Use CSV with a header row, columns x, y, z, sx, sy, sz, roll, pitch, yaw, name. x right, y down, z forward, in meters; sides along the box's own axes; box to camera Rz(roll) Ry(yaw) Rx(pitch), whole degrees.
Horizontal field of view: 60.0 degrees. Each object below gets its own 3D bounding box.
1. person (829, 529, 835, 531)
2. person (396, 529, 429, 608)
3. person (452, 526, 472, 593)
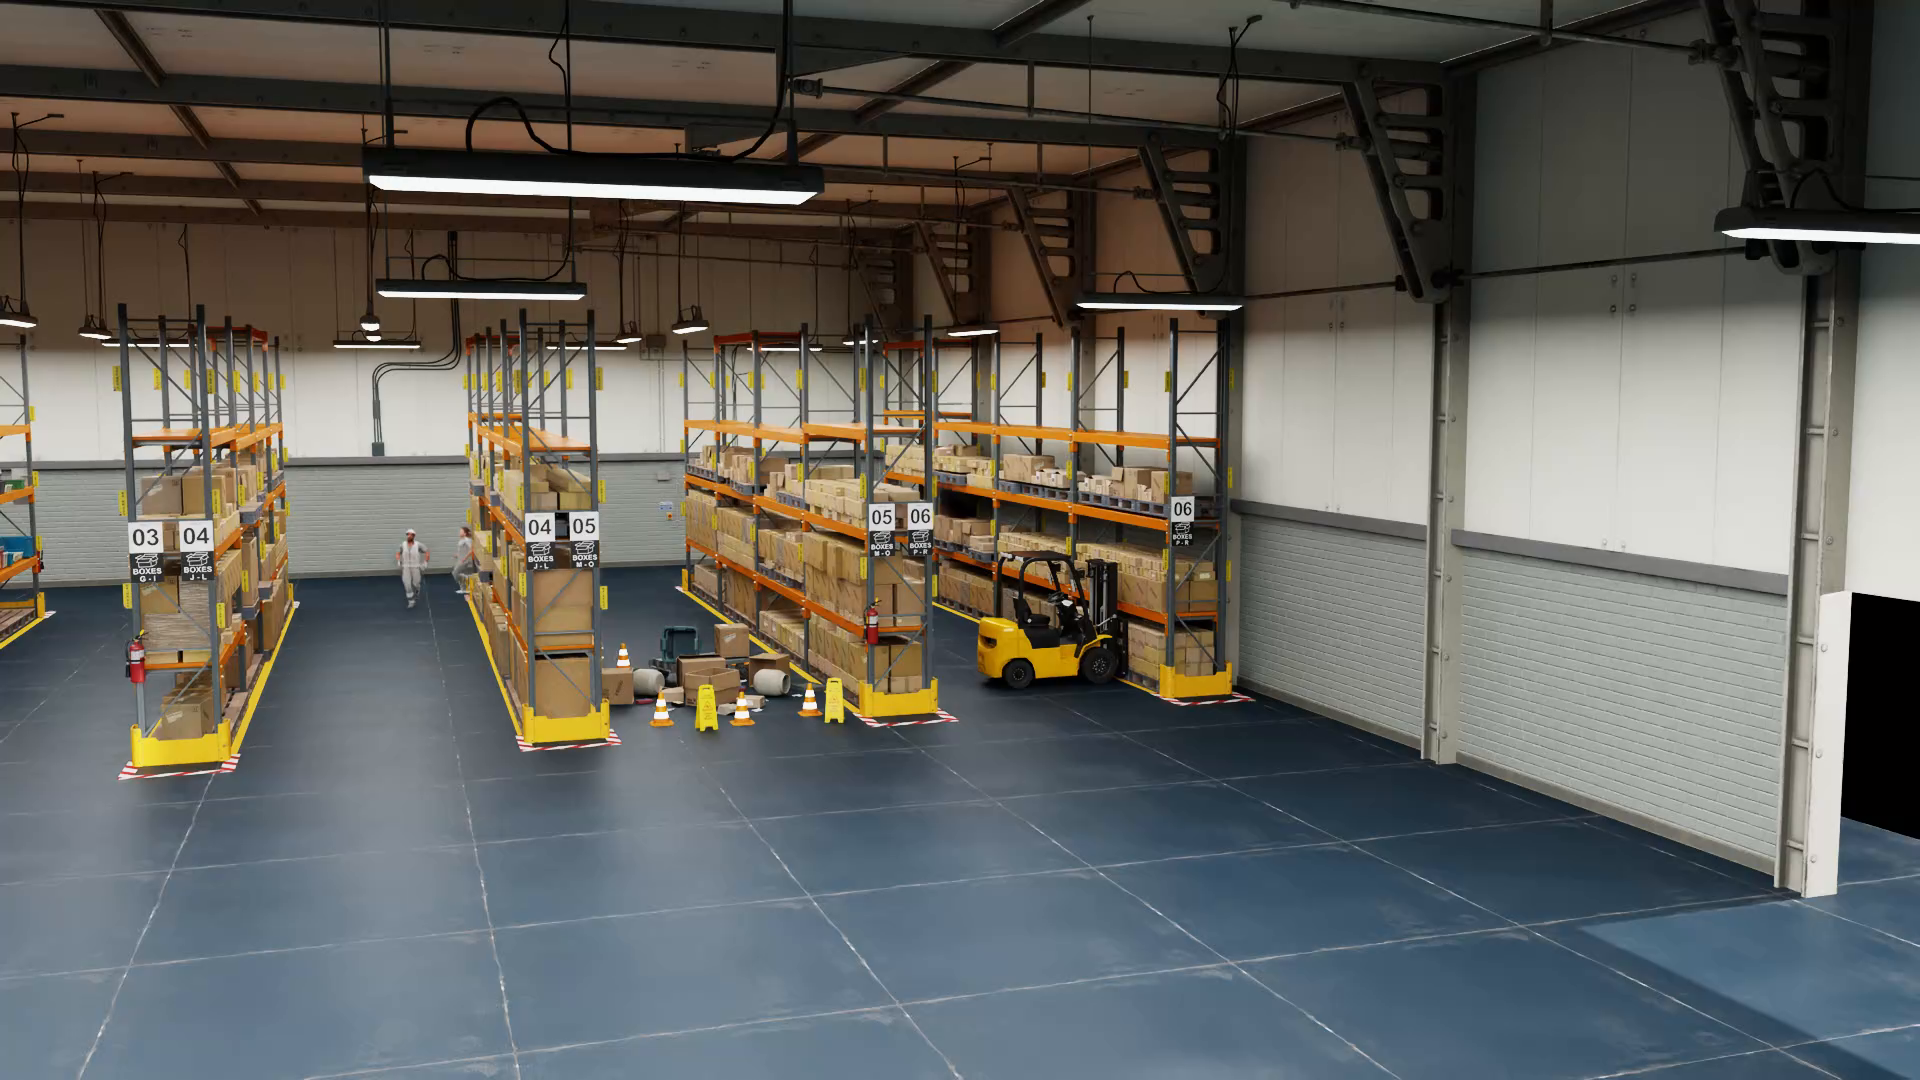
x,y,z,sx,sy,sz,roll,pitch,yaw,name
-2.798,0.417,36.211,0.736,1.758,0.663,-2,6,-18,person
-12.210,0.630,37.070,0.715,1.760,0.634,-1,6,-10,person
-11.720,0.481,39.243,0.531,1.610,0.620,-3,6,-28,person
